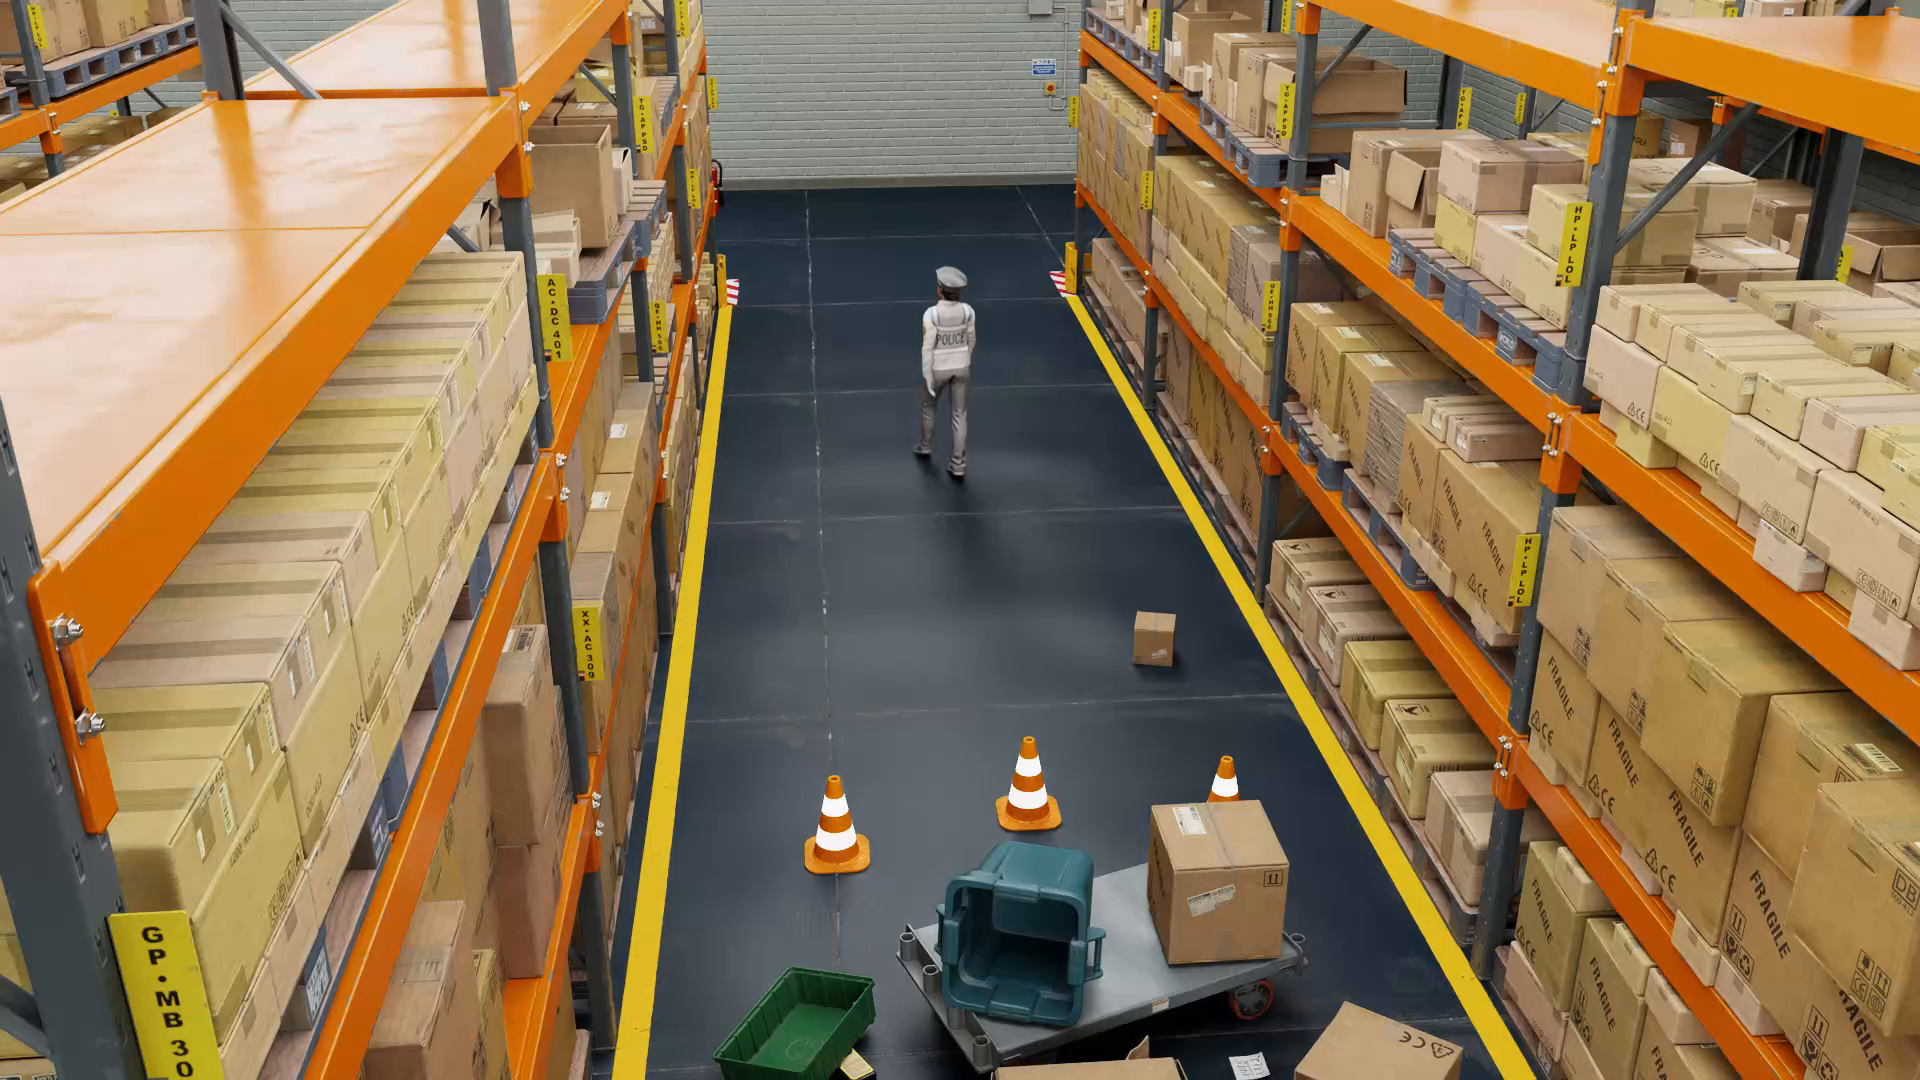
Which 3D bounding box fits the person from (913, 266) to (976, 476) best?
[{"bbox_3d":[-0.116,-1.399,13.411,0.485,1.682,0.807,-6,24,-12],"label":"person"}]
